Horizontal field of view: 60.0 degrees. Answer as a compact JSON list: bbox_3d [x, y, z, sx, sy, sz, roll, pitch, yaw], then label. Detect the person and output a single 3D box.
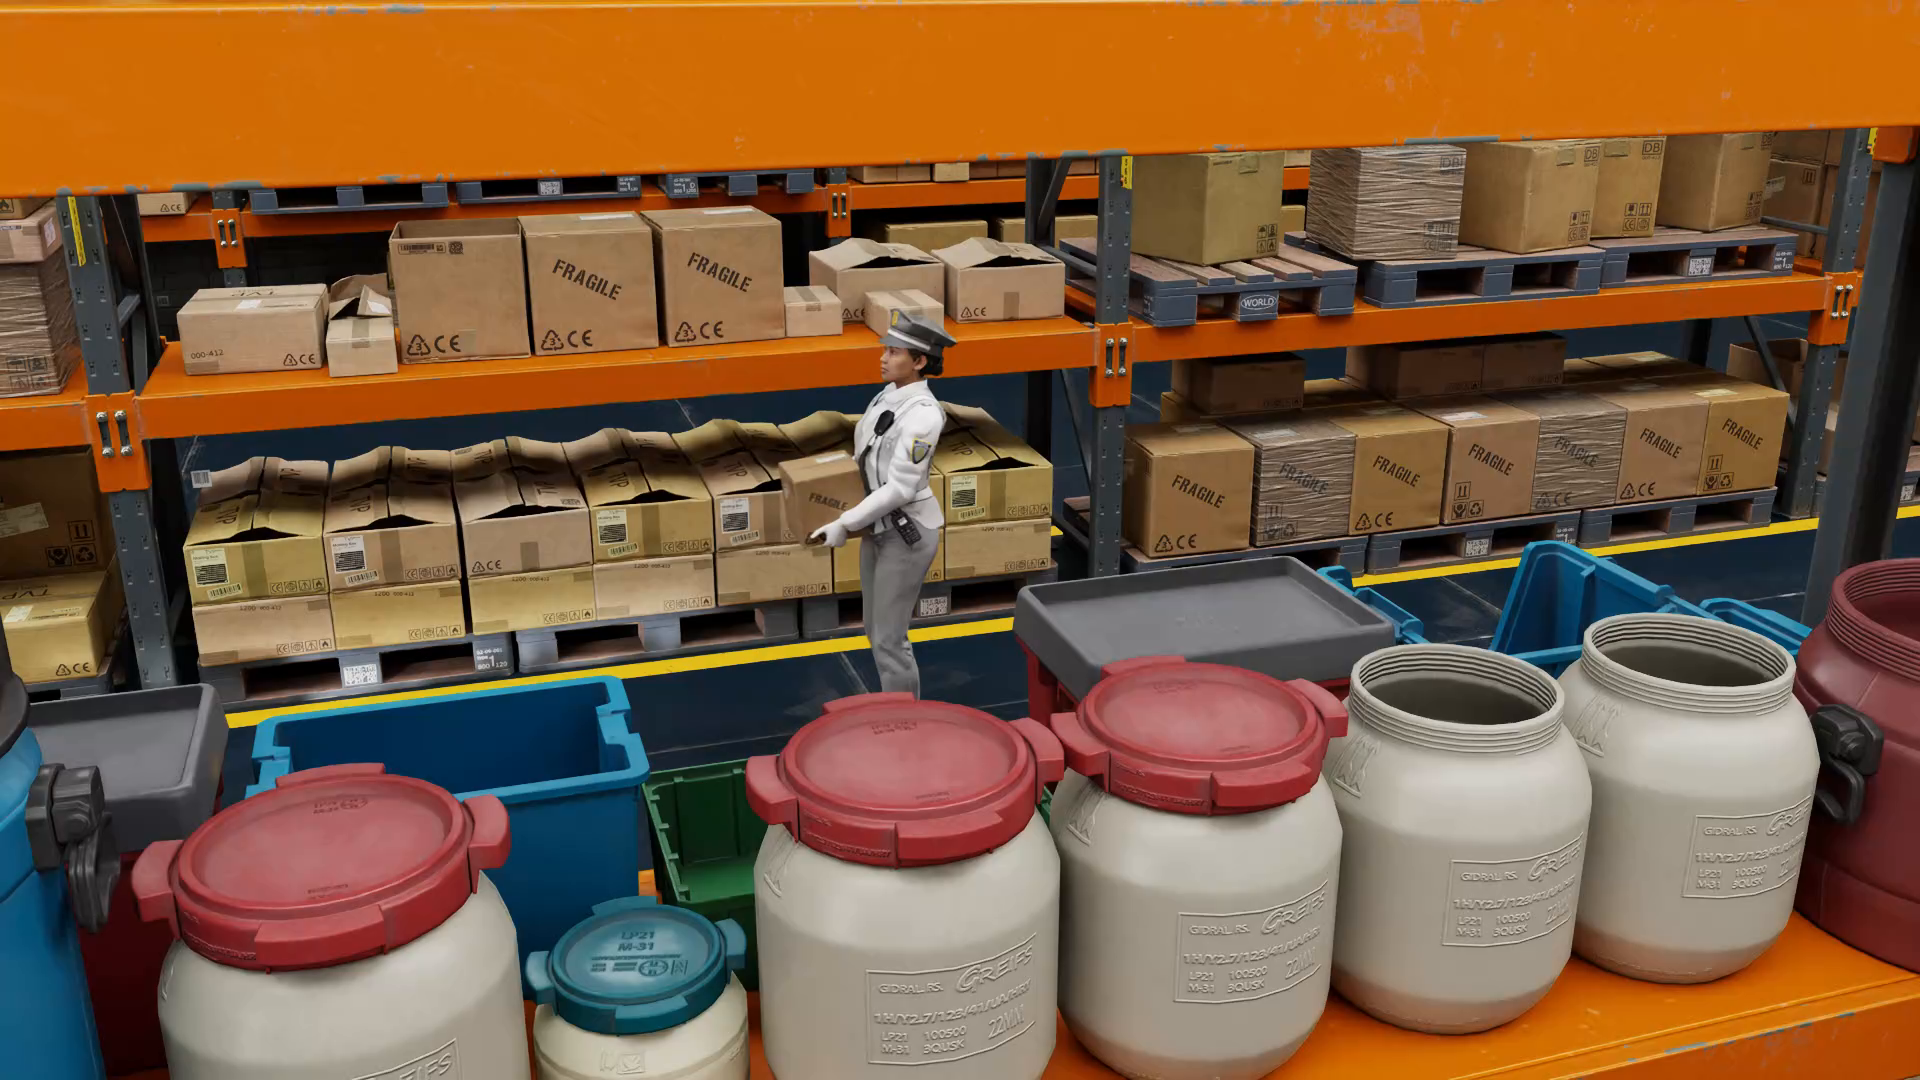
[{"bbox_3d":[-0.295,-0.012,6.060,0.563,1.686,0.461,-6,20,-17],"label":"person"}]
